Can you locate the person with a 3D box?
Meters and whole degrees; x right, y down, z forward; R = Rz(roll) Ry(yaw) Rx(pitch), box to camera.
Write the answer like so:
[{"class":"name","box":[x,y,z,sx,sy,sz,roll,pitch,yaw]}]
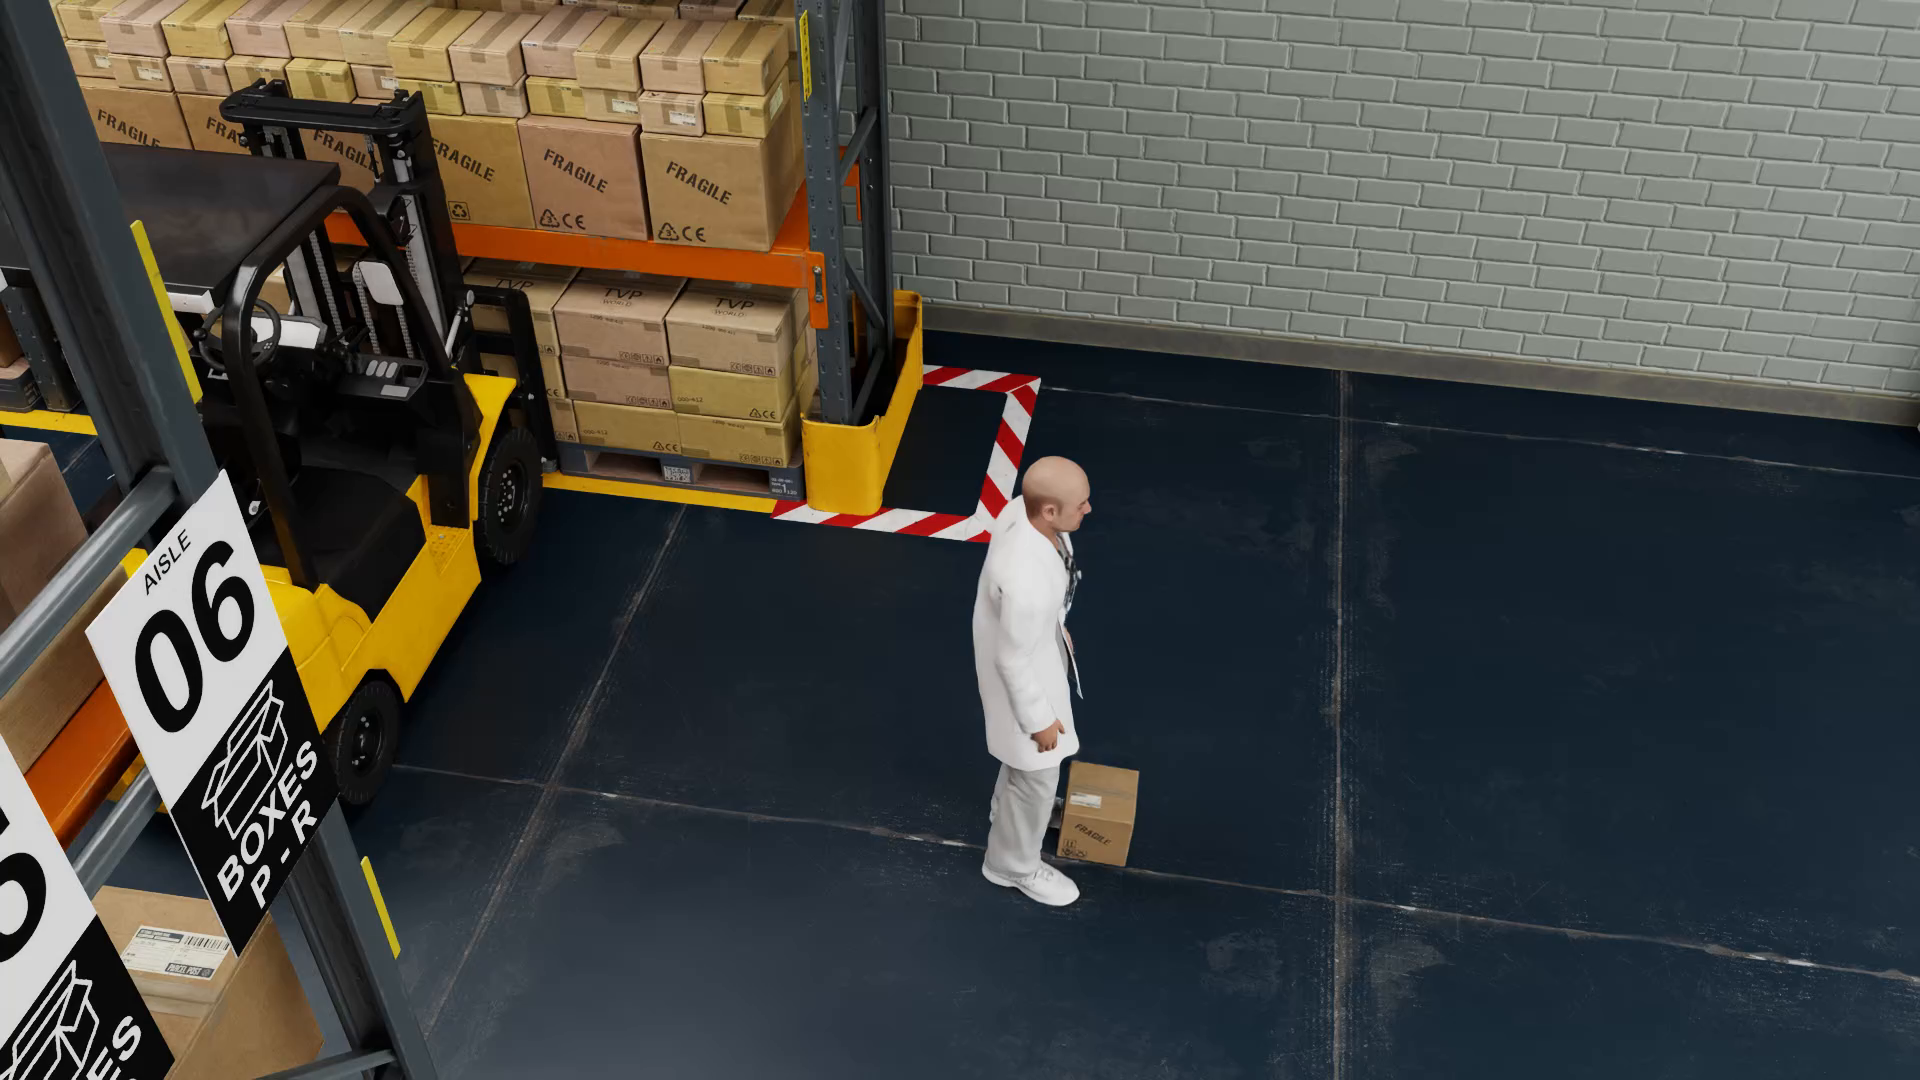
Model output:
[{"class":"person","box":[0.254,0.450,5.632,0.426,1.775,0.612,5,40,6]}]
